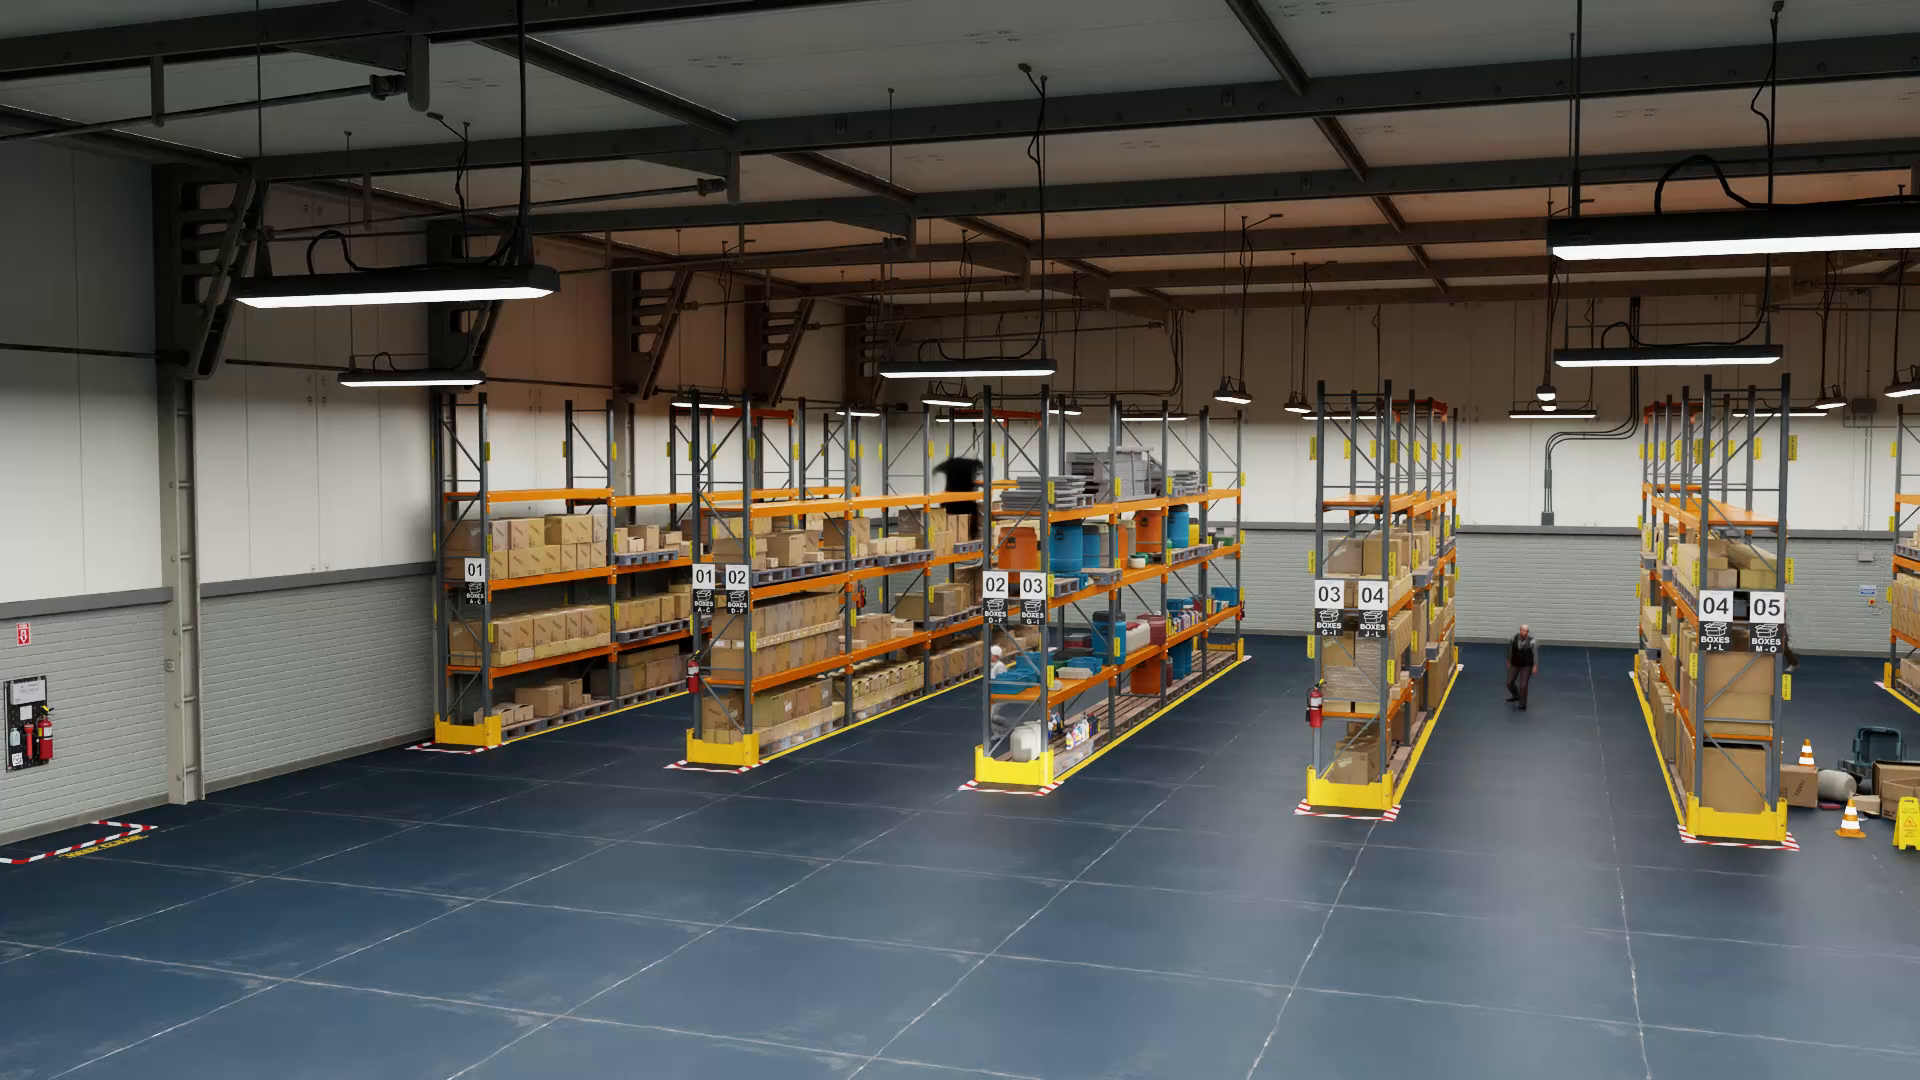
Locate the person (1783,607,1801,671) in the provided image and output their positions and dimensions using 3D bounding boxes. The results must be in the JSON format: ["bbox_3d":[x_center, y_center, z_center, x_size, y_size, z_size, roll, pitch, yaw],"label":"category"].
[{"bbox_3d":[18.429,2.115,37.418,0.948,1.843,0.669,0,3,2],"label":"person"}]

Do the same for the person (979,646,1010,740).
[{"bbox_3d":[0.641,2.654,28.709,0.520,1.683,0.719,-2,3,-29],"label":"person"}]

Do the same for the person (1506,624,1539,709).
[{"bbox_3d":[10.915,2.445,32.294,0.696,1.671,0.561,2,4,35],"label":"person"}]
